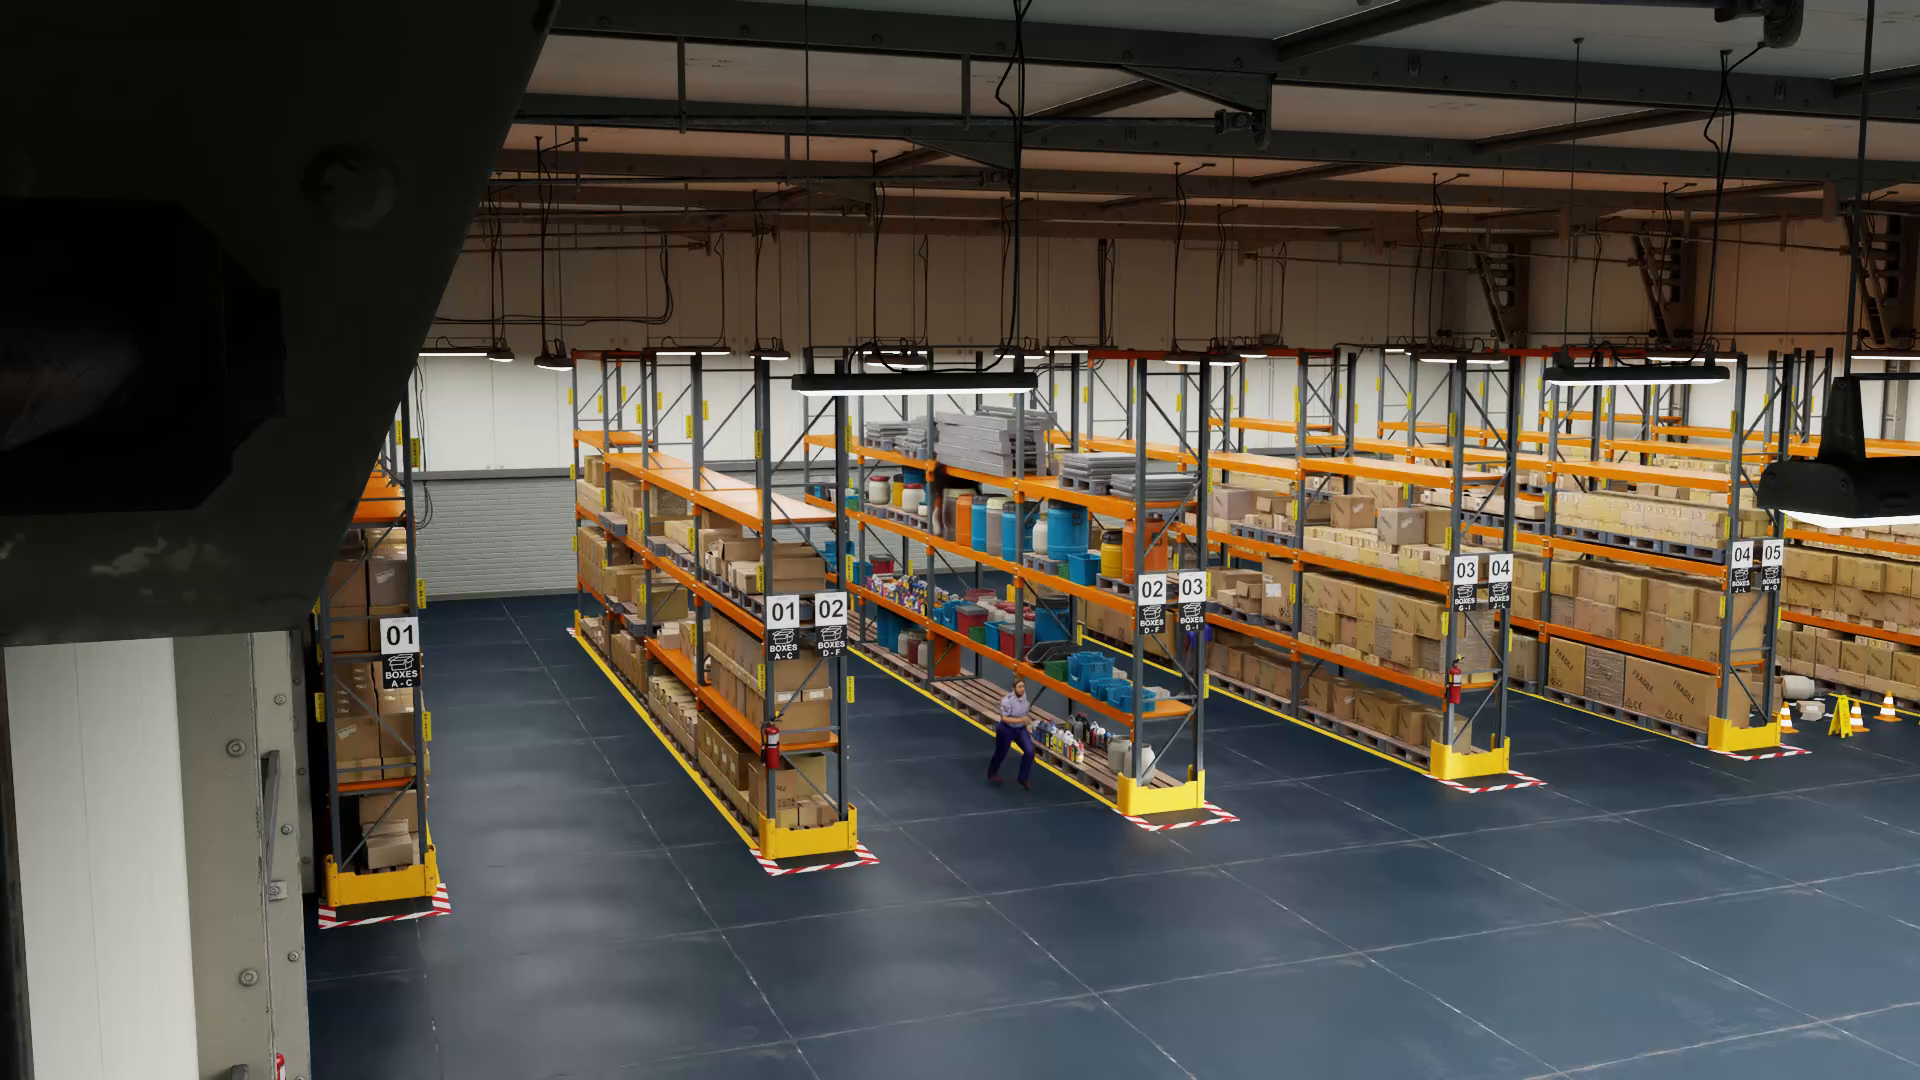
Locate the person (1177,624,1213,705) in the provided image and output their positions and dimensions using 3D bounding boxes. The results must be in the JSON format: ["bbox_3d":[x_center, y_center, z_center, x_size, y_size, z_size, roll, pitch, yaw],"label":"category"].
[{"bbox_3d":[4.015,2.005,28.425,0.613,1.661,0.441,2,7,15],"label":"person"}]

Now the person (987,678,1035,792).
[{"bbox_3d":[0.734,2.769,23.116,0.606,1.448,0.953,-5,9,-34],"label":"person"}]
